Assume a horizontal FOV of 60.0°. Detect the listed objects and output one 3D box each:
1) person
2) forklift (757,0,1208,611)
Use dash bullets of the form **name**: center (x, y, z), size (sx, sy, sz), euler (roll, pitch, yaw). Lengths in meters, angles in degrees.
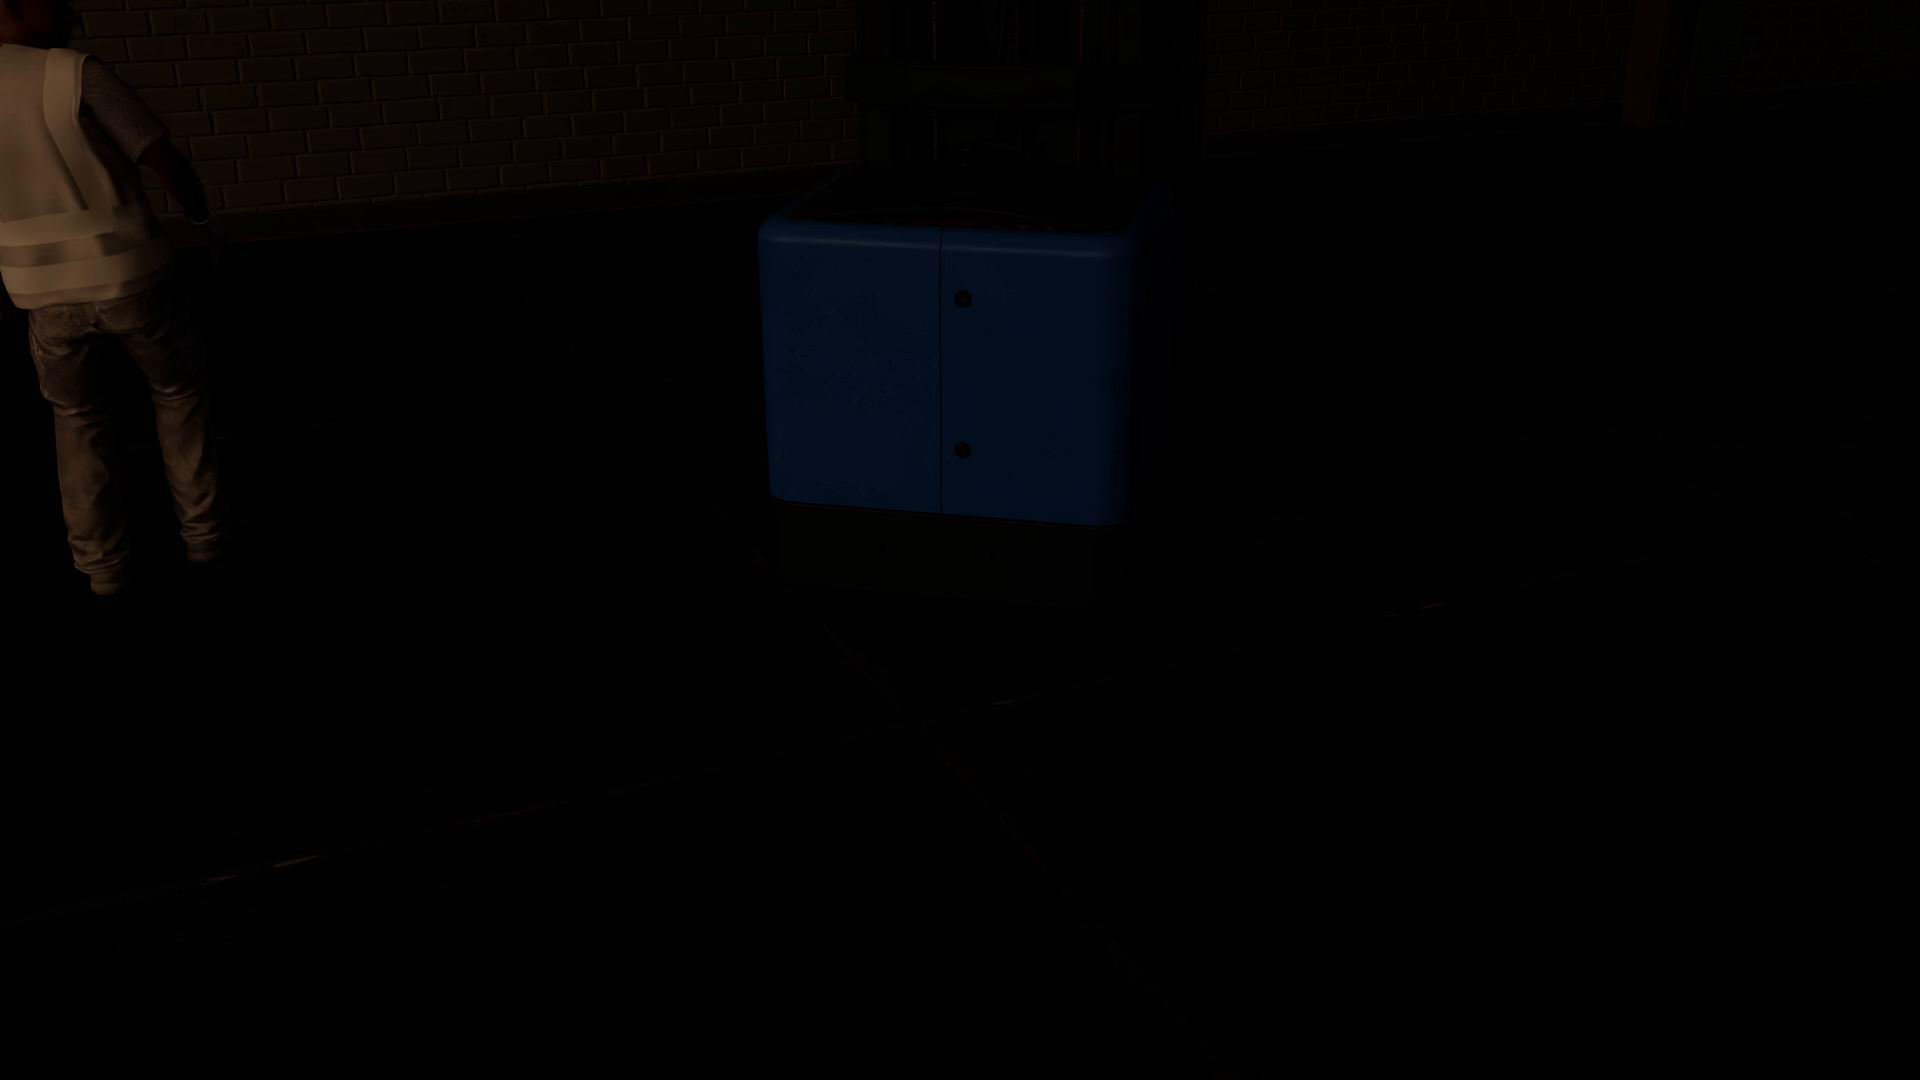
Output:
- **person**: center (-2.423, -0.729, 4.600), size (0.763, 1.742, 0.518), euler (-3, 23, -8)
- **forklift**: center (0.269, -1.698, 5.373), size (1.130, 2.935, 3.031), euler (5, 23, 11)
